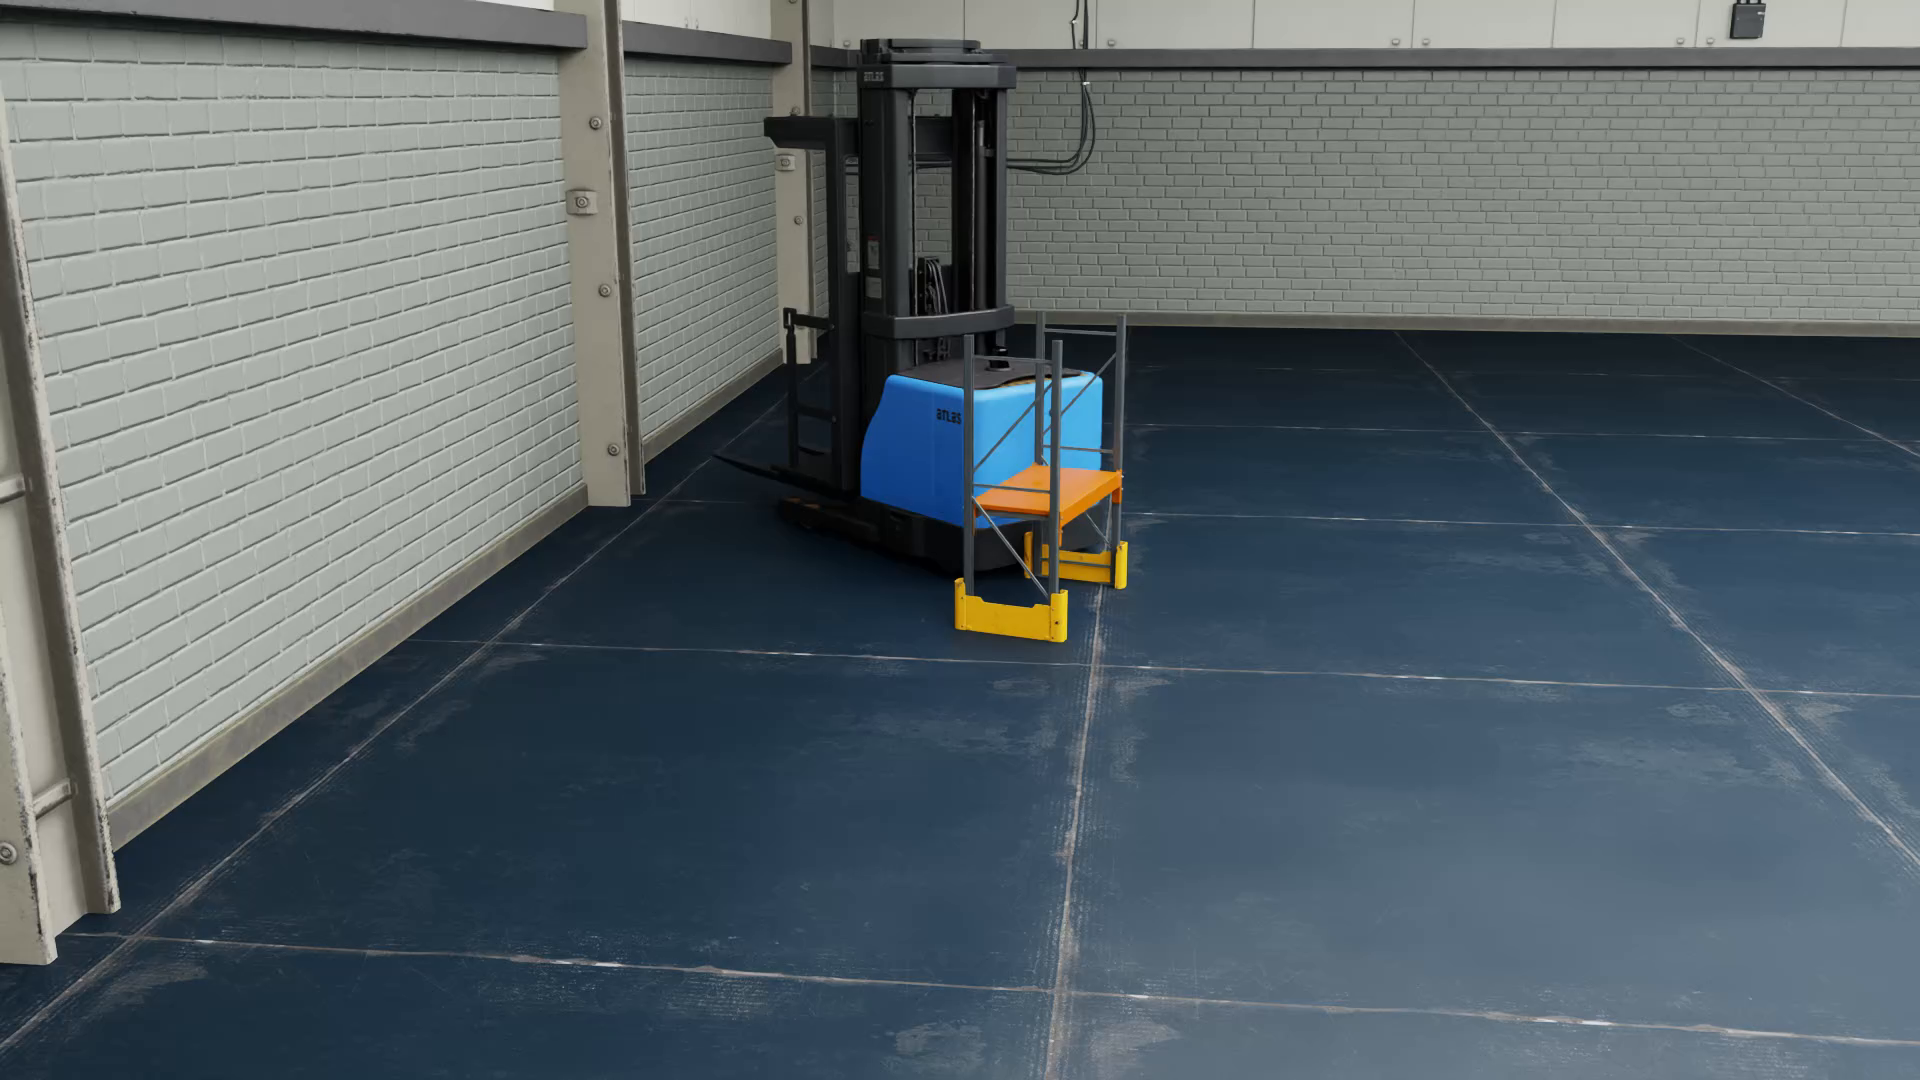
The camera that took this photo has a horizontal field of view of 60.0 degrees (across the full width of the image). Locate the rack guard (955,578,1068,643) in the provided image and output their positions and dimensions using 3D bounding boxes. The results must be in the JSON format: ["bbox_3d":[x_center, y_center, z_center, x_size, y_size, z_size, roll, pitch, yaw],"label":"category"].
[{"bbox_3d":[0.254,0.352,8.383,0.587,0.250,0.087,6,16,22],"label":"rack guard"}]

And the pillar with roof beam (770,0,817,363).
[{"bbox_3d":[2.633,-6.050,15.297,9.100,9.000,0.400,2,15,6],"label":"pillar with roof beam"}]

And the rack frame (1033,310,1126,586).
[{"bbox_3d":[0.648,-0.496,9.123,0.500,1.500,0.032,6,16,22],"label":"rack frame"}]

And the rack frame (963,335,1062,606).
[{"bbox_3d":[0.253,-0.251,8.218,0.500,1.500,0.032,6,16,22],"label":"rack frame"}]

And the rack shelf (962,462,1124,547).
[{"bbox_3d":[0.451,-0.200,8.718,0.538,0.185,1.000,6,16,22],"label":"rack shelf"}]

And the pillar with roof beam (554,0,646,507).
[{"bbox_3d":[1.956,-4.494,9.542,9.100,9.000,0.400,2,15,6],"label":"pillar with roof beam"}]

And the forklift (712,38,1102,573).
[{"bbox_3d":[-0.492,-1.551,10.282,1.130,2.935,3.031,-12,19,-38],"label":"forklift"}]

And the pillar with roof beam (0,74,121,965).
[{"bbox_3d":[1.279,-2.938,3.787,9.100,9.000,0.400,2,15,6],"label":"pillar with roof beam"}]

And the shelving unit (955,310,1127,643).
[{"bbox_3d":[0.447,-0.371,8.663,0.587,1.500,1.083,6,16,22],"label":"shelving unit"}]

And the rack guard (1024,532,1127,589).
[{"bbox_3d":[0.641,0.112,9.269,0.587,0.250,0.087,6,16,22],"label":"rack guard"}]

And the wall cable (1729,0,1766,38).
[{"bbox_3d":[9.433,-8.260,16.954,2.305,6.003,0.169,2,15,6],"label":"wall cable"}]

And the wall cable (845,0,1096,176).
[{"bbox_3d":[0.002,-5.403,18.853,3.097,2.526,0.112,2,15,6],"label":"wall cable"}]
